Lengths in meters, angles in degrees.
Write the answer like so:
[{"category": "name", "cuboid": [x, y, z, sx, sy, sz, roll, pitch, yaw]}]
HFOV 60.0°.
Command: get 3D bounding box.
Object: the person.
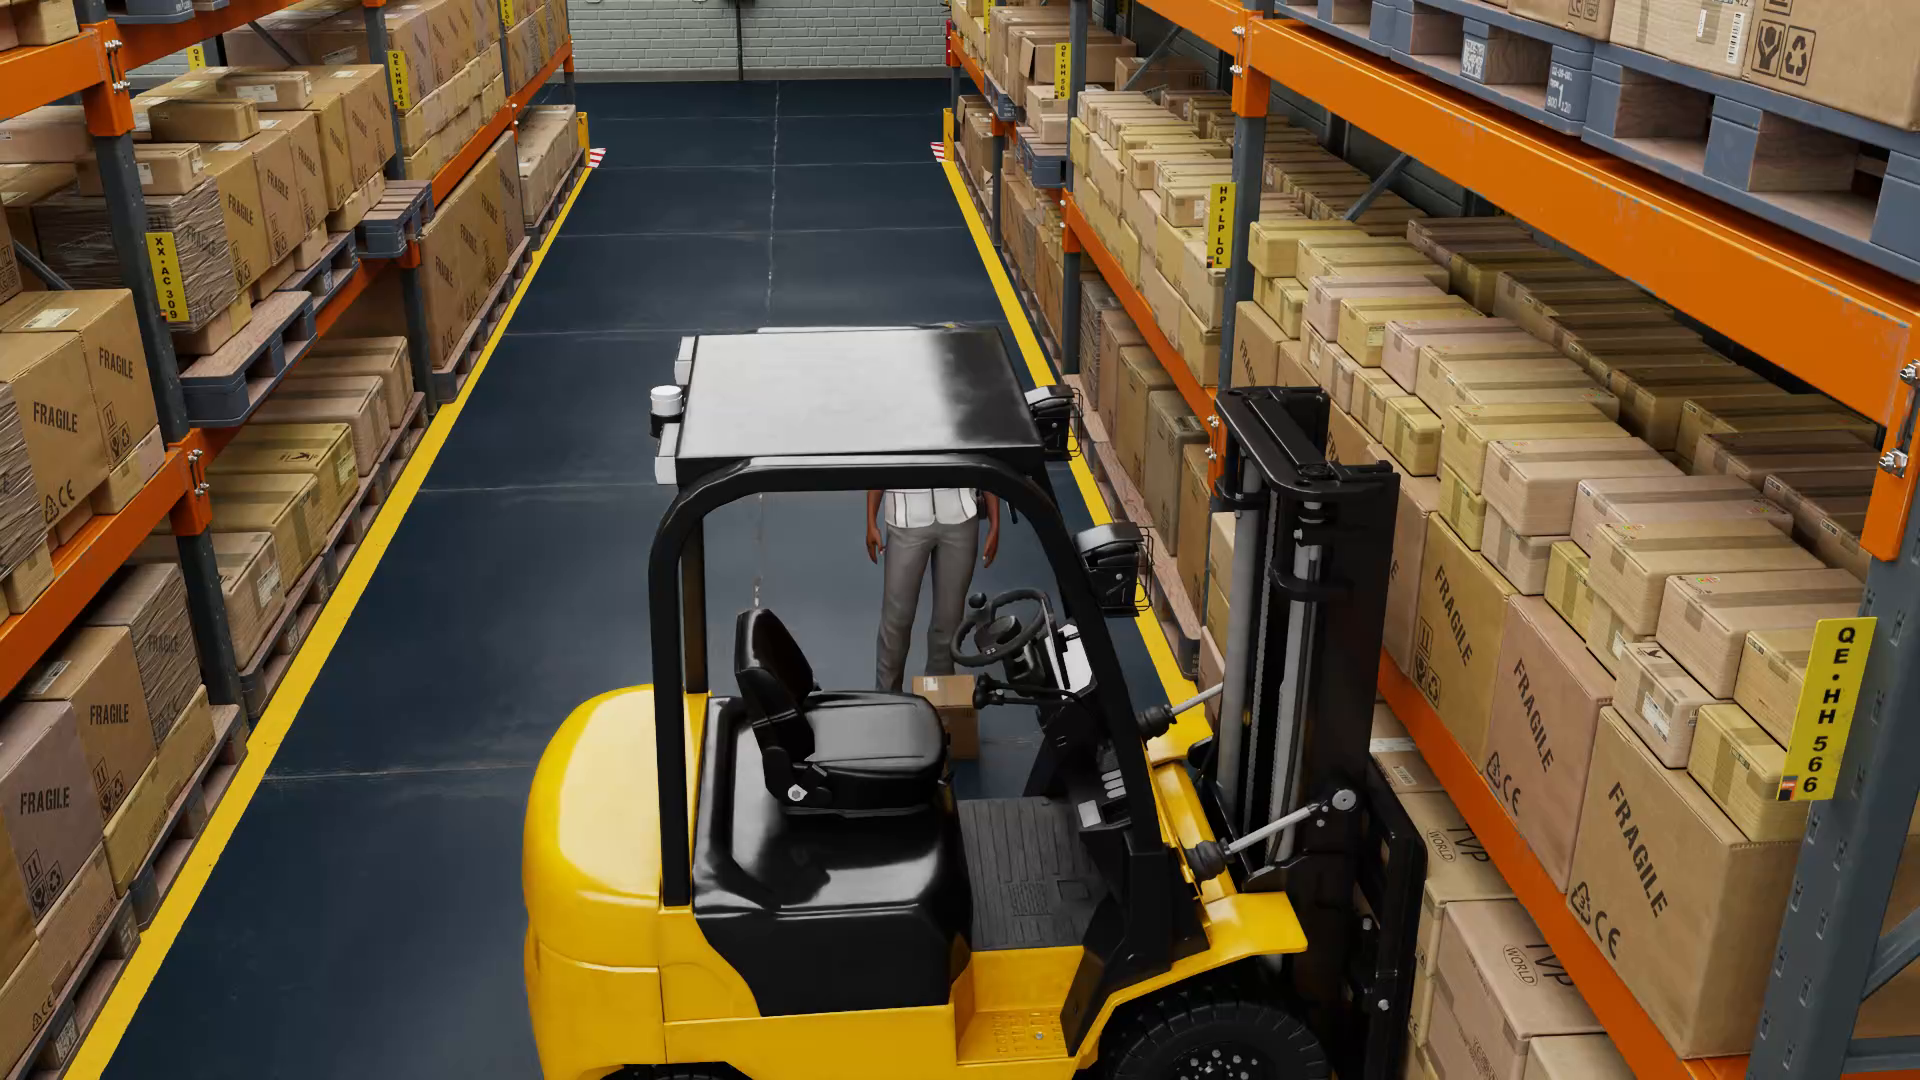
[{"category": "person", "cuboid": [-0.117, -0.030, 6.607, 0.569, 1.692, 0.529, -2, 24, -5]}]
